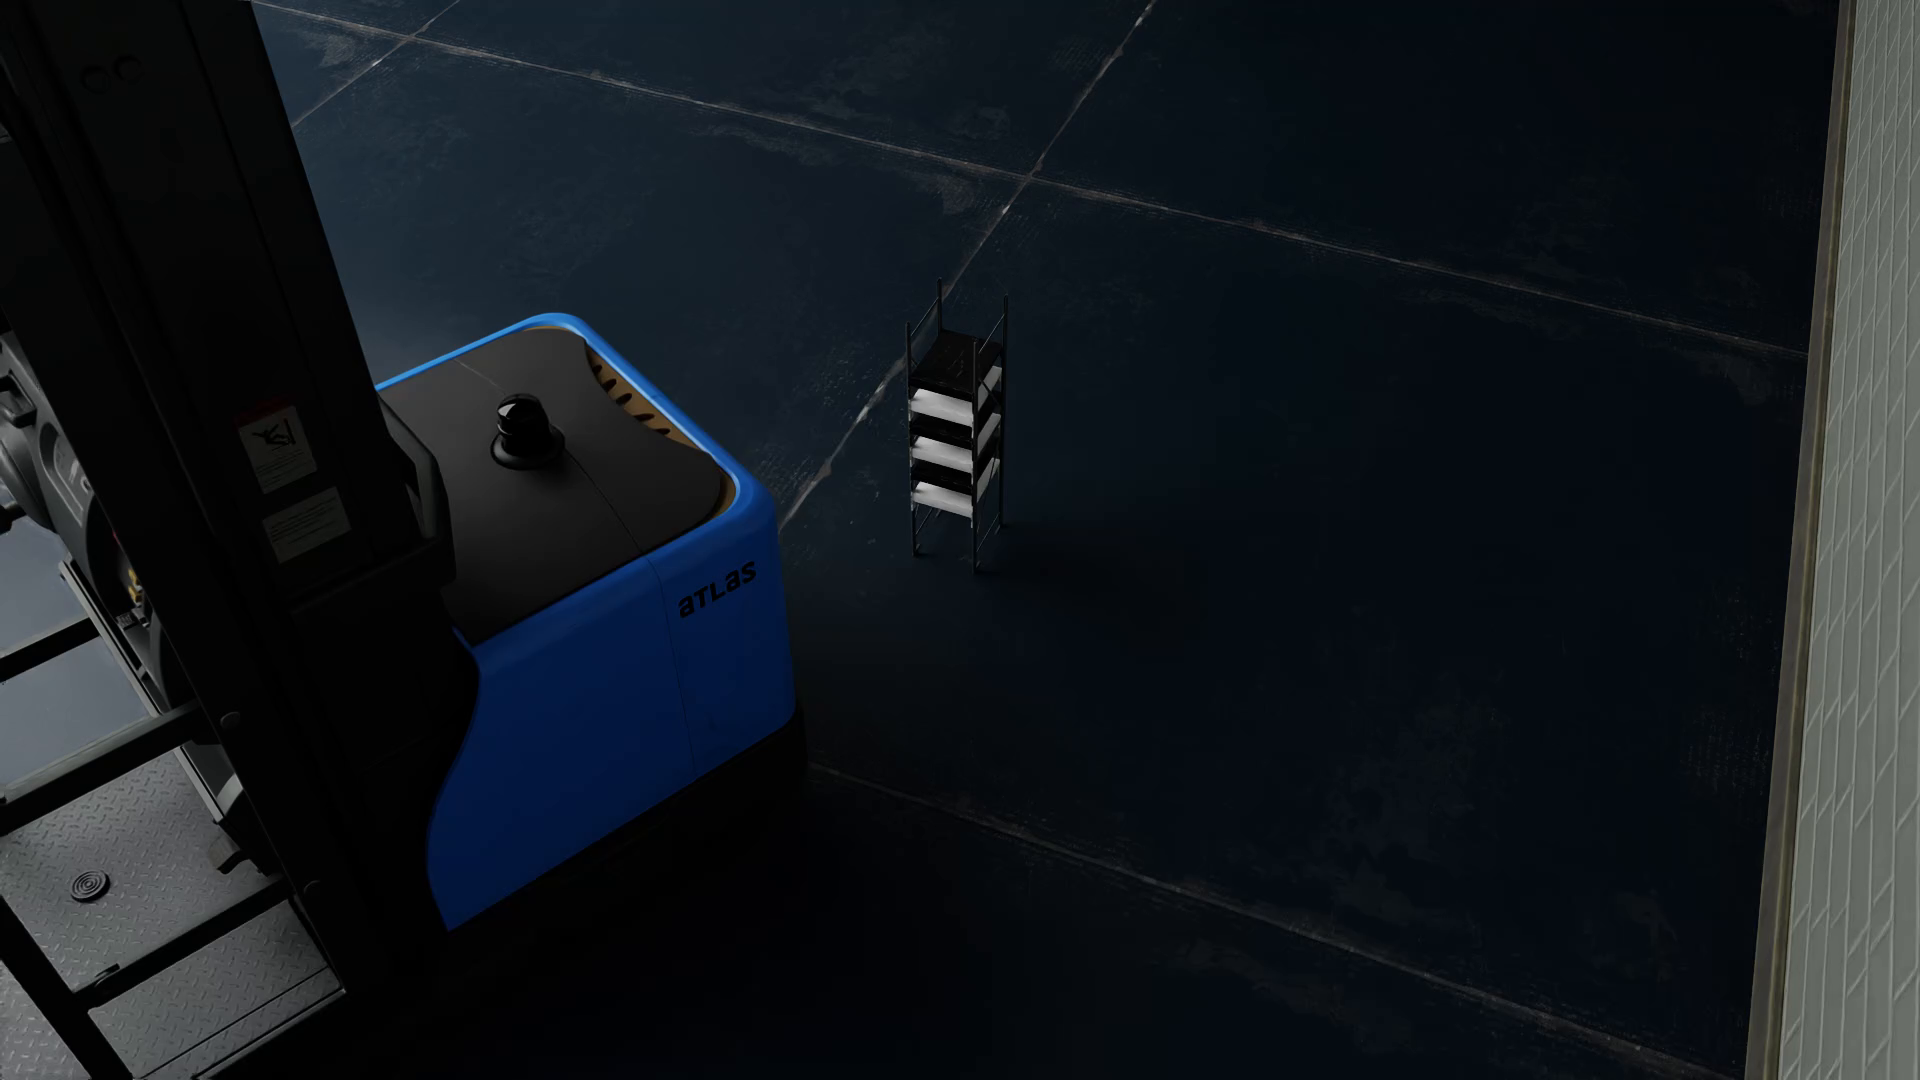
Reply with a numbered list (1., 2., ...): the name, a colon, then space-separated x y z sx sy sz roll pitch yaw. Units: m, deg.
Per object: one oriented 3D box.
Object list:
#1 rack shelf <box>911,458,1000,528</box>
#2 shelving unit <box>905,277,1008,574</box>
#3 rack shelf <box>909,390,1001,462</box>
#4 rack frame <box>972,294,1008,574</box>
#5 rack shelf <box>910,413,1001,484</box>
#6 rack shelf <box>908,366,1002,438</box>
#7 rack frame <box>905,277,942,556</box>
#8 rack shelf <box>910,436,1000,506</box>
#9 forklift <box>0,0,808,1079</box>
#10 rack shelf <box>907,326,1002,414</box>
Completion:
1. rack shelf: -0.007 -0.170 5.085 0.200 0.077 0.258 16 47 16
2. shelving unit: -0.007 -0.321 4.935 0.210 0.900 0.258 16 47 16
3. rack shelf: -0.007 -0.361 4.895 0.200 0.077 0.258 16 47 16
4. rack frame: 0.086 -0.294 4.907 0.006 0.900 0.240 16 47 16
5. rack shelf: -0.007 -0.298 4.958 0.200 0.077 0.258 16 47 16
6. rack shelf: -0.007 -0.425 4.831 0.200 0.077 0.258 16 47 16
7. rack frame: -0.101 -0.349 4.963 0.006 0.900 0.240 16 47 16
8. rack shelf: -0.007 -0.234 5.022 0.200 0.077 0.258 16 47 16
9. forklift: -1.872 0.027 3.145 3.031 2.935 1.130 -30 52 -27
10. rack shelf: -0.007 -0.489 4.768 0.200 0.077 0.258 16 47 16
